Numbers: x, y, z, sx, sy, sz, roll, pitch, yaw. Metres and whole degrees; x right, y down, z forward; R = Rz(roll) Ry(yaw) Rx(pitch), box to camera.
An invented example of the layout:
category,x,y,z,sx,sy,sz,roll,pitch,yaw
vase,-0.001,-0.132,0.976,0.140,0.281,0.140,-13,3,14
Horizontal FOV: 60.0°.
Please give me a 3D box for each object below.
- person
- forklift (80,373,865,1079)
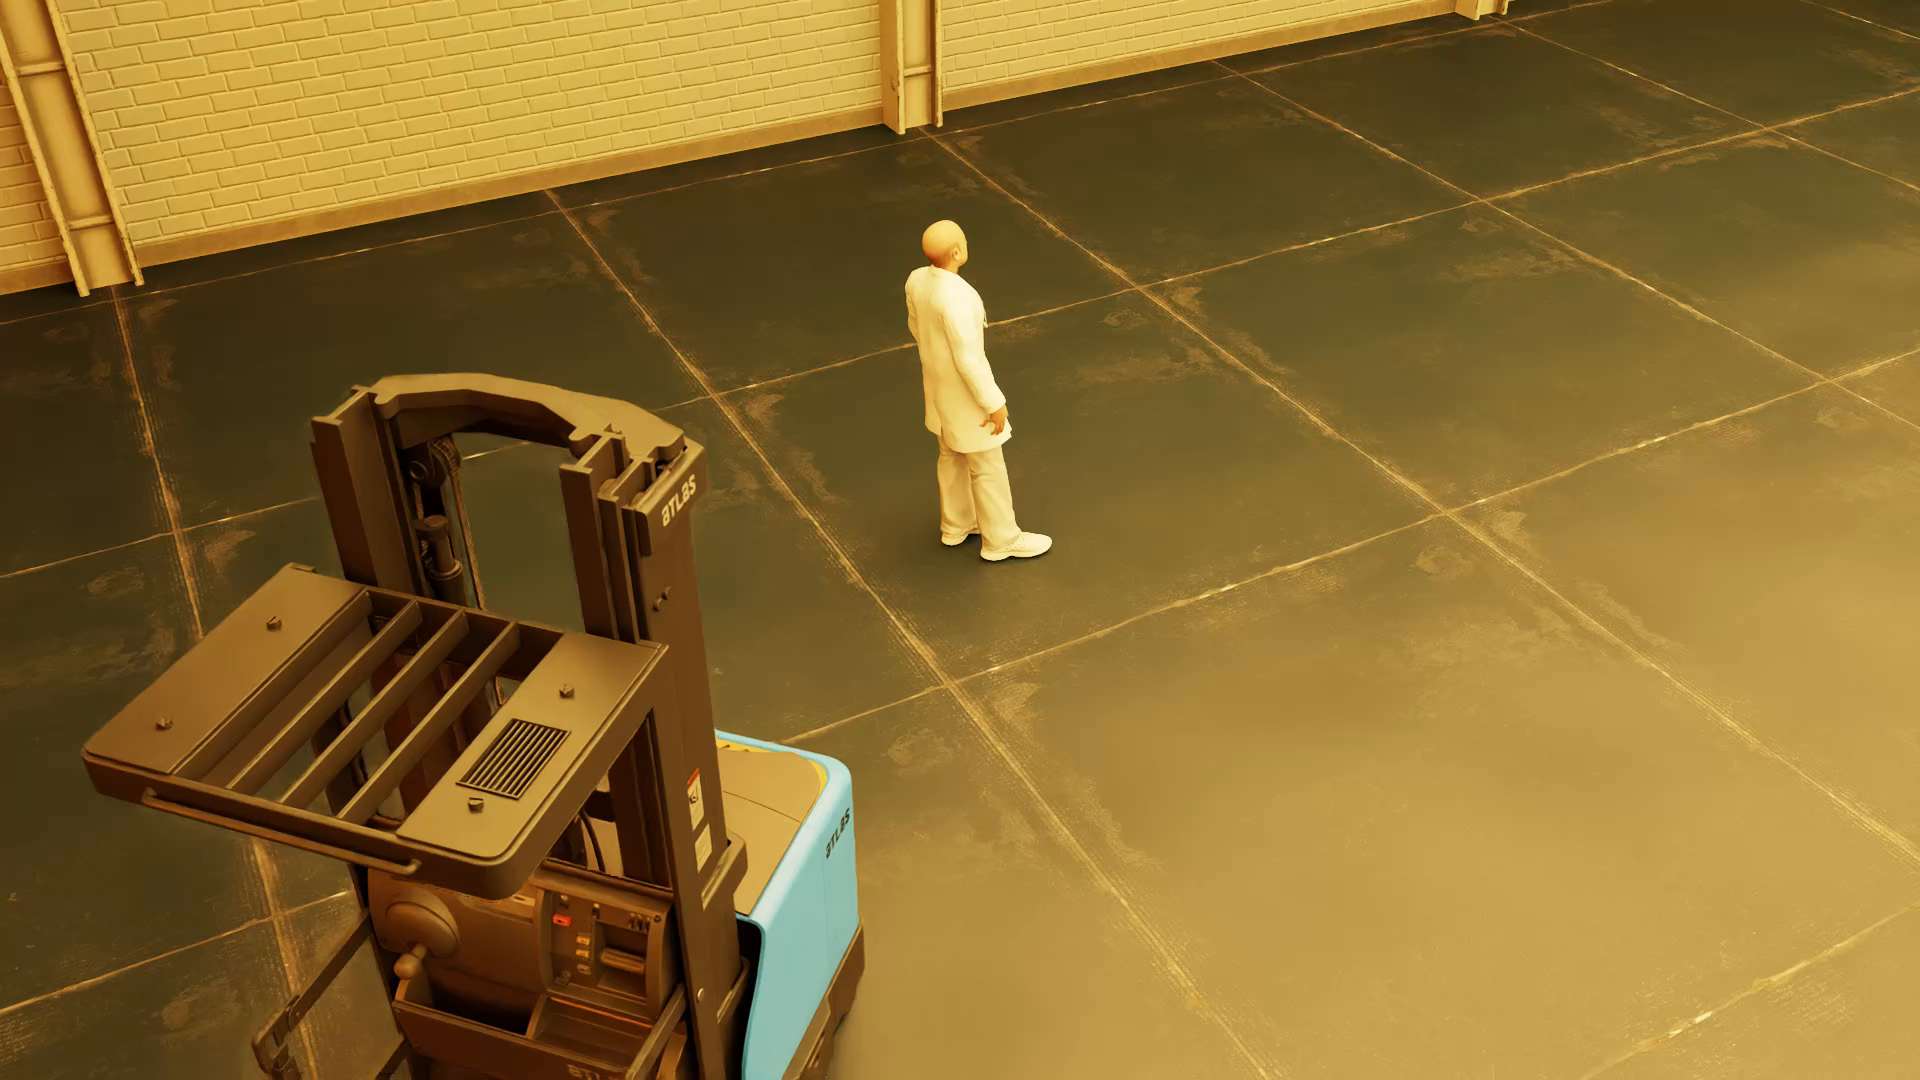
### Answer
category,x,y,z,sx,sy,sz,roll,pitch,yaw
person,0.082,-0.753,8.176,0.581,1.775,0.694,-17,39,-23
forklift,-1.308,1.159,4.483,1.130,2.935,3.031,11,37,15
